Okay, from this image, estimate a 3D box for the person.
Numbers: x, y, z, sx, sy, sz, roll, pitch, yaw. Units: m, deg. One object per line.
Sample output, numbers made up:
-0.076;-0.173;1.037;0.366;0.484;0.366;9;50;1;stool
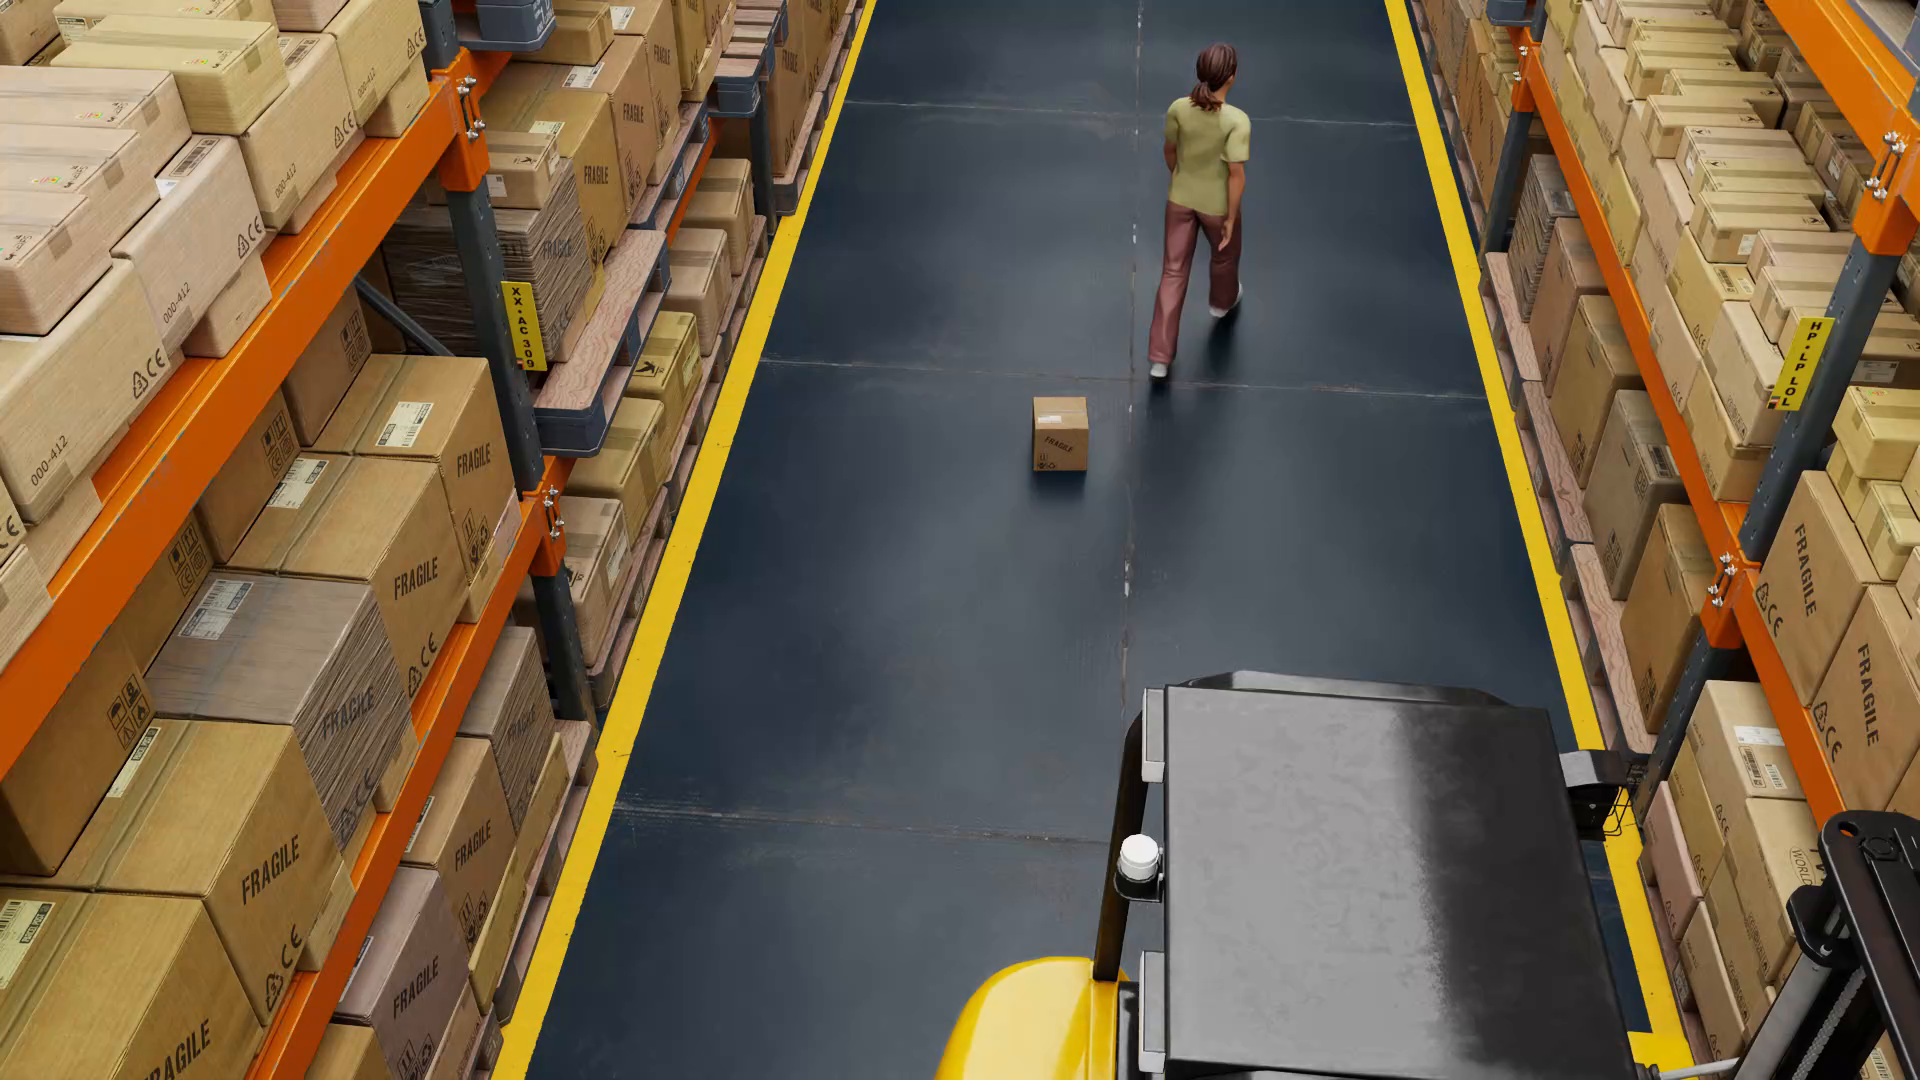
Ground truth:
1.199;-1.680;8.130;0.455;1.611;1.029;16;43;18;person
